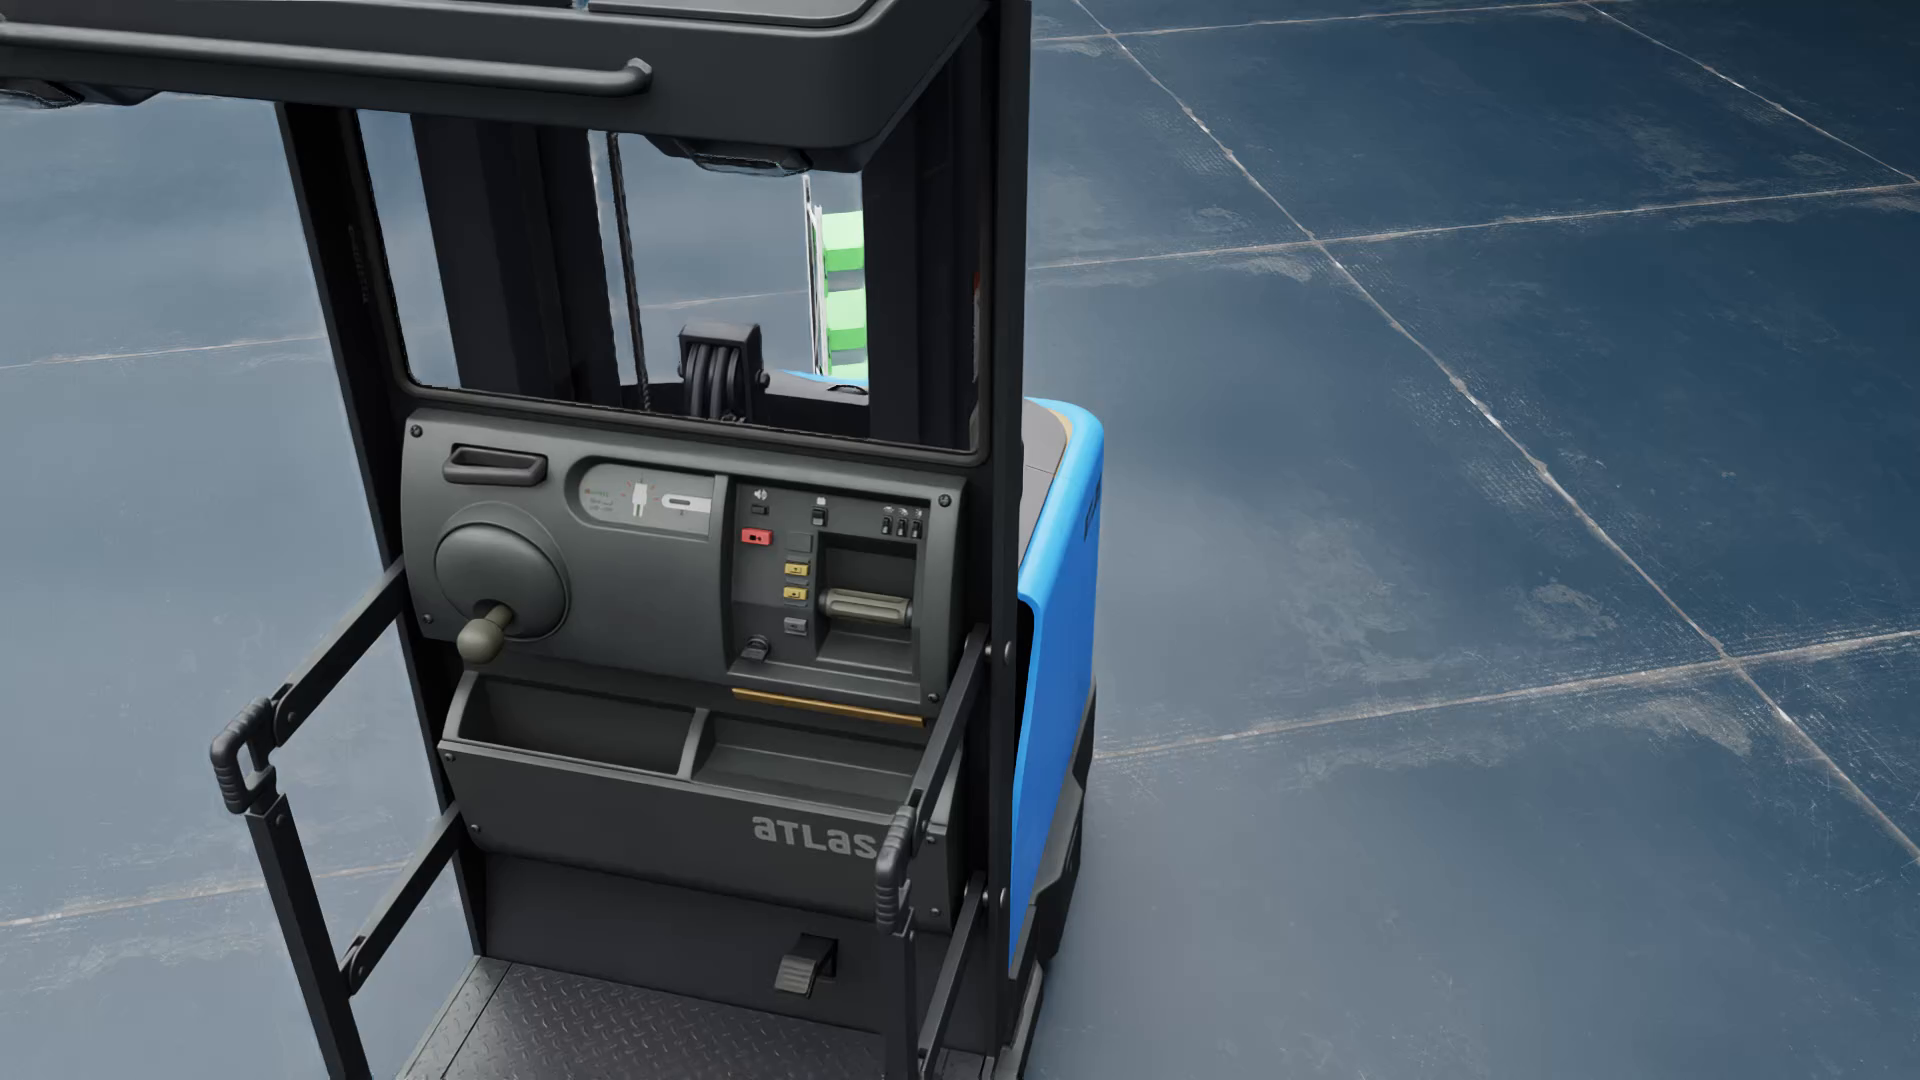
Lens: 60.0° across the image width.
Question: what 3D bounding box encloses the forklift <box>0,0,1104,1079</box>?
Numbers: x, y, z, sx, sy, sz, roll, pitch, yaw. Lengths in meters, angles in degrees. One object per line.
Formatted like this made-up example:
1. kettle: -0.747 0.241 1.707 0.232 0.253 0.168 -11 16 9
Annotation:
1. forklift: -0.505 0.098 2.473 1.130 2.935 3.031 8 35 11

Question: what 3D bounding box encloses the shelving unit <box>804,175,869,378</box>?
1. shelving unit: -0.161 -0.478 4.885 0.503 1.200 0.258 -7 35 -11

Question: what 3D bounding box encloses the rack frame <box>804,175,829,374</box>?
1. rack frame: -0.399 -0.448 4.841 0.015 1.200 0.240 -7 35 -11

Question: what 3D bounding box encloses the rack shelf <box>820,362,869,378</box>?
1. rack shelf: -0.161 -0.425 4.921 0.480 0.148 0.258 -7 35 -11

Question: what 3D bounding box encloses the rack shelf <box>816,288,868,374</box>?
1. rack shelf: -0.161 -0.624 4.787 0.480 0.148 0.258 -7 35 -11

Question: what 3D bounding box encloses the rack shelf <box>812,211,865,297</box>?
1. rack shelf: -0.161 -0.823 4.653 0.480 0.148 0.258 -7 35 -11
